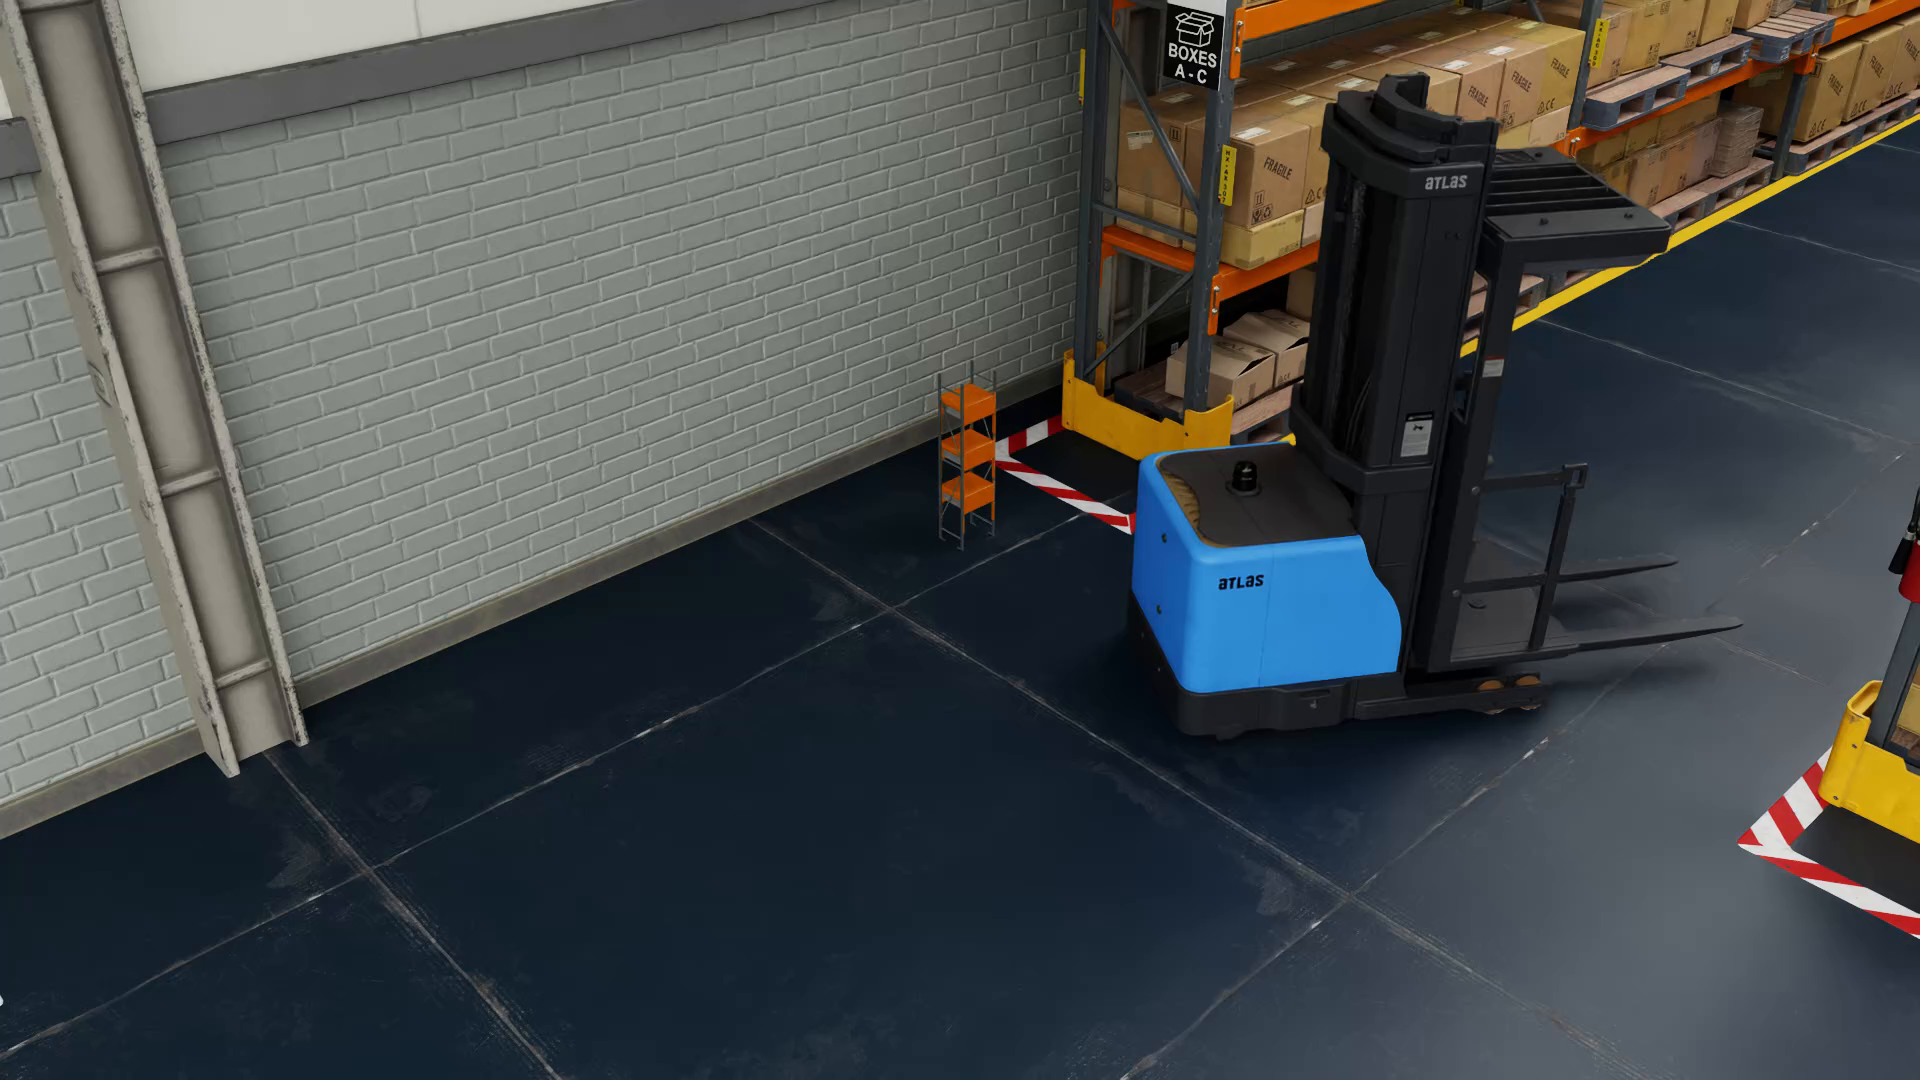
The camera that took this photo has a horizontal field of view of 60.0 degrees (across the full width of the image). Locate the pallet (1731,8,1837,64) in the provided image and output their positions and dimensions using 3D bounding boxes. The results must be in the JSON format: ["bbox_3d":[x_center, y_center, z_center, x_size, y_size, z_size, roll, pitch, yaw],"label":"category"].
[{"bbox_3d":[6.516,-4.308,13.938,1.003,0.211,1.213,-26,40,-35],"label":"pallet"}]

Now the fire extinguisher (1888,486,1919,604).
[{"bbox_3d":[4.068,-0.055,6.873,0.183,0.674,0.296,-26,40,-35],"label":"fire extinguisher"}]

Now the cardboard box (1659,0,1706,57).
[{"bbox_3d":[5.306,-4.104,12.902,0.500,0.500,0.700,-20,37,-29],"label":"cardboard box"}]

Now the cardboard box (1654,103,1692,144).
[{"bbox_3d":[5.639,-3.487,13.667,0.500,0.250,0.500,-26,40,-36],"label":"cardboard box"}]

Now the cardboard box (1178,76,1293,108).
[{"bbox_3d":[1.677,-2.534,10.258,0.500,0.500,0.500,-25,39,-35],"label":"cardboard box"}]

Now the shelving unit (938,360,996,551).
[{"bbox_3d":[0.039,-0.467,9.342,0.252,1.050,0.215,-26,40,-35],"label":"shelving unit"}]

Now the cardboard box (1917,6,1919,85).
[{"bbox_3d":[9.511,-5.084,16.682,0.750,0.750,0.750,-25,40,-35],"label":"cardboard box"}]

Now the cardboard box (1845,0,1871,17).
[{"bbox_3d":[7.808,-4.761,14.717,0.250,0.149,0.380,-24,39,-34],"label":"cardboard box"}]

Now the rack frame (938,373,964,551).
[{"bbox_3d":[-0.050,-0.424,9.271,0.008,1.050,0.200,-26,40,-35],"label":"rack frame"}]

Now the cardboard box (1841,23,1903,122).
[{"bbox_3d":[8.241,-4.464,15.668,0.750,0.750,0.750,-26,40,-36],"label":"cardboard box"}]

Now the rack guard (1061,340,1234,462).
[{"bbox_3d":[1.156,-0.806,10.424,0.348,0.500,1.175,-26,40,-35],"label":"rack guard"}]

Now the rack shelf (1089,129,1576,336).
[{"bbox_3d":[2.567,-2.248,11.076,4.000,0.370,1.077,-26,40,-35],"label":"rack shelf"}]

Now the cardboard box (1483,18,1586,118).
[{"bbox_3d":[3.897,-3.243,11.419,0.500,0.500,0.500,-26,40,-36],"label":"cardboard box"}]

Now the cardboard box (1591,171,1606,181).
[{"bbox_3d":[4.562,-2.653,13.023,0.500,0.500,0.700,-24,39,-34],"label":"cardboard box"}]

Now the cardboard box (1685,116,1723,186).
[{"bbox_3d":[6.017,-3.391,14.229,0.500,0.500,0.700,-26,40,-36],"label":"cardboard box"}]

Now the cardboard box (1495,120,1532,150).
[{"bbox_3d":[3.521,-2.752,11.334,0.500,0.250,0.500,-26,40,-35],"label":"cardboard box"}]

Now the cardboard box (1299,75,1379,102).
[{"bbox_3d":[2.407,-2.517,10.231,0.500,0.500,0.500,-27,41,-37],"label":"cardboard box"}]

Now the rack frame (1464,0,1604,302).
[{"bbox_3d":[4.033,-3.265,12.048,0.127,3.000,1.000,-26,40,-35],"label":"rack frame"}]

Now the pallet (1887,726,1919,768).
[{"bbox_3d":[5.003,0.950,7.828,1.213,0.211,1.003,-26,40,-35],"label":"pallet"}]

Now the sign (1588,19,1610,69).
[{"bbox_3d":[4.408,-3.429,11.487,0.005,0.325,0.100,-26,40,-35],"label":"sign"}]

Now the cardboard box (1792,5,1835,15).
[{"bbox_3d":[7.365,-4.613,14.475,0.250,0.149,0.380,-26,40,-36],"label":"cardboard box"}]

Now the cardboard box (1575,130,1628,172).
[{"bbox_3d":[4.882,-3.131,13.085,0.500,0.250,0.500,-27,40,-36],"label":"cardboard box"}]

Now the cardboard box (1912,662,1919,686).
[{"bbox_3d":[4.662,0.418,7.540,0.500,0.500,0.500,-26,40,-35],"label":"cardboard box"}]

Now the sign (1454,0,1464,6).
[{"bbox_3d":[3.653,-3.970,12.091,0.005,0.325,0.100,-26,40,-35],"label":"sign"}]

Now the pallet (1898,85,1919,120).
[{"bbox_3d":[9.385,-4.610,16.921,1.213,0.211,1.003,-26,40,-35],"label":"pallet"}]

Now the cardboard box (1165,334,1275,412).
[{"bbox_3d":[1.669,-1.097,10.659,0.500,0.311,0.500,24,39,34],"label":"cardboard box"}]

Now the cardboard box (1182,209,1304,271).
[{"bbox_3d":[1.674,-1.842,9.846,0.500,0.250,0.500,-27,41,-37],"label":"cardboard box"}]

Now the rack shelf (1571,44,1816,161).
[{"bbox_3d":[5.500,-3.667,13.396,4.000,0.370,1.077,-26,40,-35],"label":"rack shelf"}]

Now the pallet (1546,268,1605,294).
[{"bbox_3d":[4.603,-2.352,13.228,1.213,0.211,1.003,-26,40,-35],"label":"pallet"}]

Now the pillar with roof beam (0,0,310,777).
[{"bbox_3d":[-0.447,-1.209,2.936,0.400,9.000,9.100,-26,40,-35],"label":"pillar with roof beam"}]

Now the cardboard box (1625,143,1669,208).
[{"bbox_3d":[5.308,-3.021,13.625,0.500,0.500,0.700,-25,40,-35],"label":"cardboard box"}]

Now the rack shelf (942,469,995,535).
[{"bbox_3d":[0.039,-0.221,9.492,0.240,0.259,0.215,-26,40,-35],"label":"rack shelf"}]

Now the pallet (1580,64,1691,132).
[{"bbox_3d":[4.692,-3.398,12.450,1.213,0.211,1.003,-26,40,-35],"label":"pallet"}]

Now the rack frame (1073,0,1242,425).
[{"bbox_3d":[1.100,-1.846,9.728,0.127,3.000,1.000,-26,40,-35],"label":"rack frame"}]

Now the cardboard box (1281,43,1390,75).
[{"bbox_3d":[2.422,-2.897,10.853,0.500,0.500,0.500,-25,39,-35],"label":"cardboard box"}]

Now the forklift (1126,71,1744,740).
[{"bbox_3d":[2.440,-0.660,7.854,3.031,2.935,1.130,-6,32,-9],"label":"forklift"}]

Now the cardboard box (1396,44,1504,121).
[{"bbox_3d":[3.158,-2.889,10.840,0.500,0.500,0.500,-27,41,-37],"label":"cardboard box"}]

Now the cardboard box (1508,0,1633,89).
[{"bbox_3d":[4.429,-3.663,12.181,0.500,0.500,0.700,-26,40,-35],"label":"cardboard box"}]

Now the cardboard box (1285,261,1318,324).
[{"bbox_3d":[2.659,-1.621,11.335,0.700,0.500,0.500,26,40,36],"label":"cardboard box"}]

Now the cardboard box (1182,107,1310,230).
[{"bbox_3d":[1.654,-2.165,9.655,0.500,0.500,0.500,-26,40,-35],"label":"cardboard box"}]

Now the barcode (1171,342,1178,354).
[{"bbox_3d":[1.410,-1.261,10.918,0.075,0.075,0.001,-26,40,-35],"label":"barcode"}]

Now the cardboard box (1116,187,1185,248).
[{"bbox_3d":[1.311,-2.030,10.154,0.500,0.250,0.500,-25,39,-35],"label":"cardboard box"}]

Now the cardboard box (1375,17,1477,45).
[{"bbox_3d":[3.165,-3.260,11.447,0.500,0.500,0.500,-26,40,-36],"label":"cardboard box"}]

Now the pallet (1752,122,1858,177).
[{"bbox_3d":[7.596,-3.745,15.506,1.213,0.211,1.003,-26,40,-35],"label":"pallet"}]

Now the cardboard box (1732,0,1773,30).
[{"bbox_3d":[6.237,-4.535,13.607,0.700,0.500,0.500,25,39,35],"label":"cardboard box"}]
